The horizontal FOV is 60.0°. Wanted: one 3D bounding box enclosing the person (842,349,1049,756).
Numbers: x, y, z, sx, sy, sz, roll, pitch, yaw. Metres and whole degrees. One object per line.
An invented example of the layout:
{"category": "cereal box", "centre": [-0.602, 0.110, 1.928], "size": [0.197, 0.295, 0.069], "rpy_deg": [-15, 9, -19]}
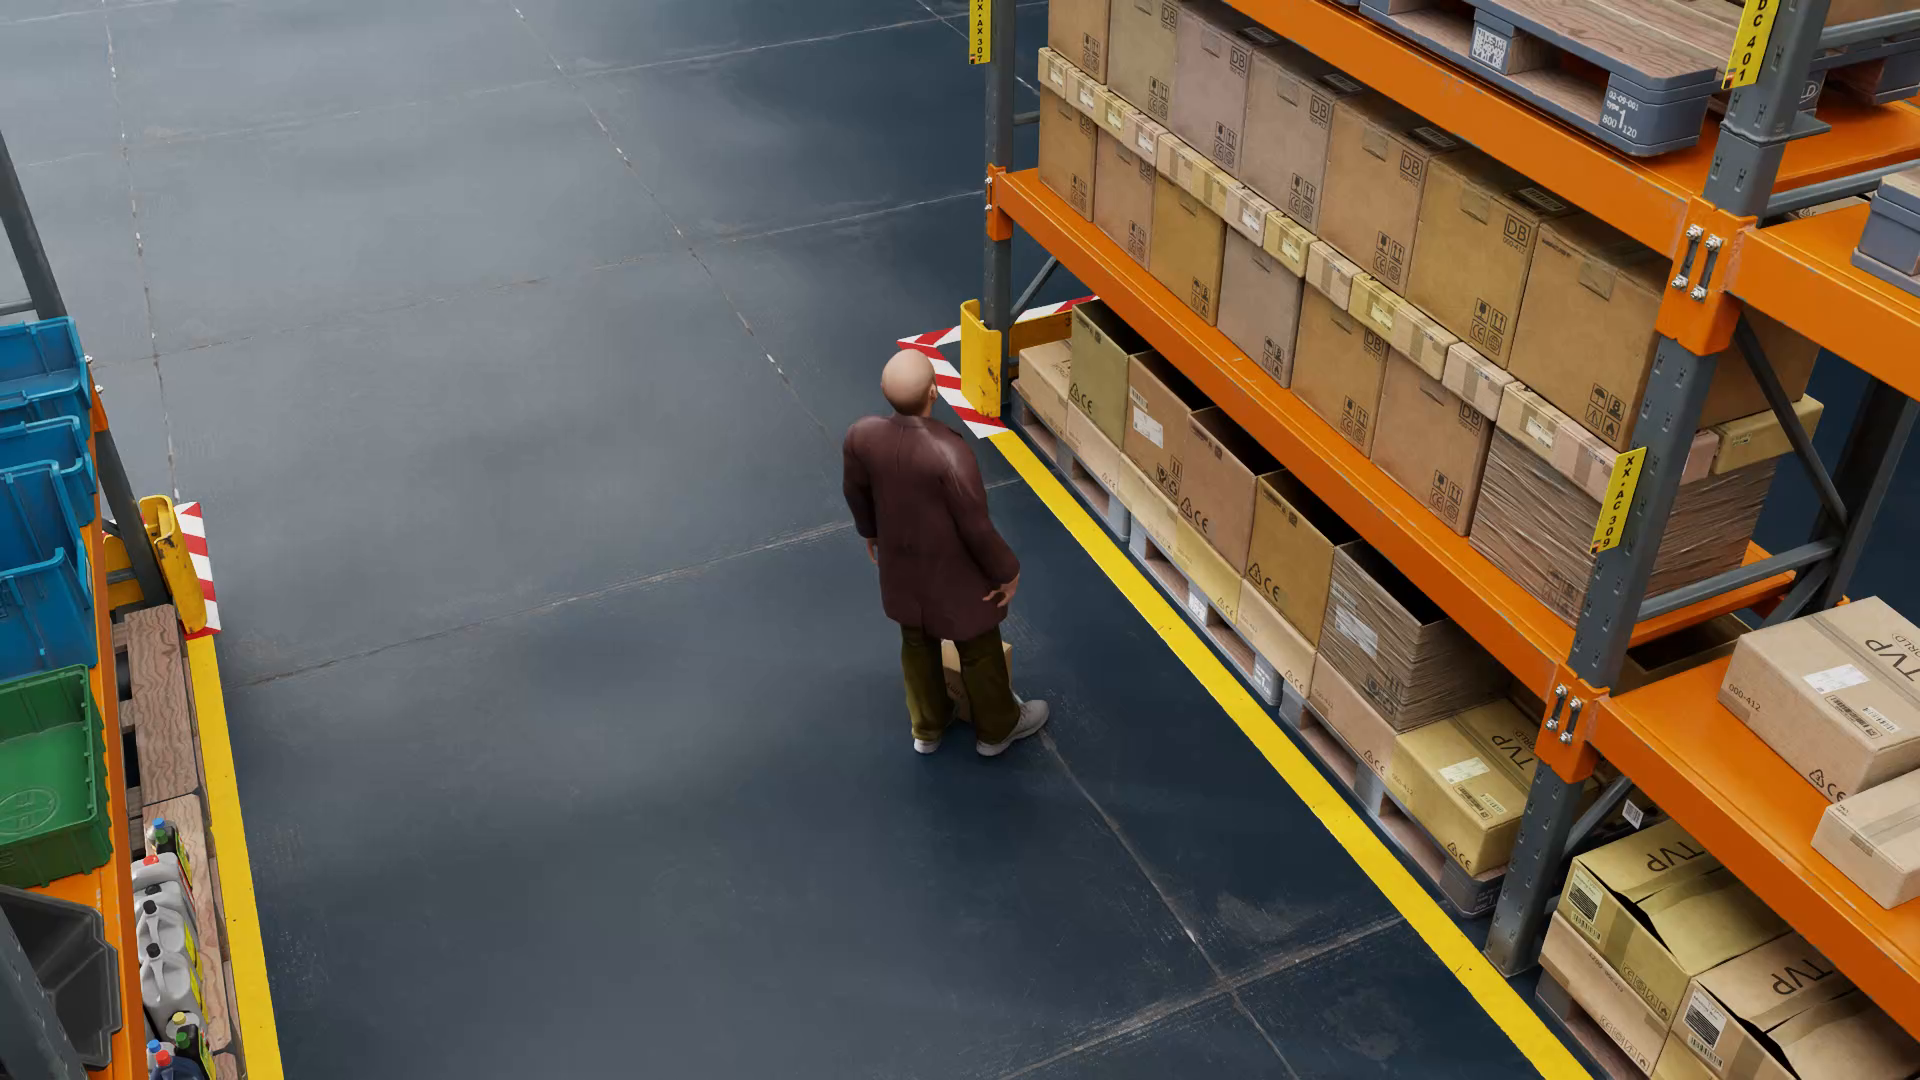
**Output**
{"category": "person", "centre": [-0.049, 0.031, 6.105], "size": [0.698, 1.779, 0.579], "rpy_deg": [21, 42, 26]}
